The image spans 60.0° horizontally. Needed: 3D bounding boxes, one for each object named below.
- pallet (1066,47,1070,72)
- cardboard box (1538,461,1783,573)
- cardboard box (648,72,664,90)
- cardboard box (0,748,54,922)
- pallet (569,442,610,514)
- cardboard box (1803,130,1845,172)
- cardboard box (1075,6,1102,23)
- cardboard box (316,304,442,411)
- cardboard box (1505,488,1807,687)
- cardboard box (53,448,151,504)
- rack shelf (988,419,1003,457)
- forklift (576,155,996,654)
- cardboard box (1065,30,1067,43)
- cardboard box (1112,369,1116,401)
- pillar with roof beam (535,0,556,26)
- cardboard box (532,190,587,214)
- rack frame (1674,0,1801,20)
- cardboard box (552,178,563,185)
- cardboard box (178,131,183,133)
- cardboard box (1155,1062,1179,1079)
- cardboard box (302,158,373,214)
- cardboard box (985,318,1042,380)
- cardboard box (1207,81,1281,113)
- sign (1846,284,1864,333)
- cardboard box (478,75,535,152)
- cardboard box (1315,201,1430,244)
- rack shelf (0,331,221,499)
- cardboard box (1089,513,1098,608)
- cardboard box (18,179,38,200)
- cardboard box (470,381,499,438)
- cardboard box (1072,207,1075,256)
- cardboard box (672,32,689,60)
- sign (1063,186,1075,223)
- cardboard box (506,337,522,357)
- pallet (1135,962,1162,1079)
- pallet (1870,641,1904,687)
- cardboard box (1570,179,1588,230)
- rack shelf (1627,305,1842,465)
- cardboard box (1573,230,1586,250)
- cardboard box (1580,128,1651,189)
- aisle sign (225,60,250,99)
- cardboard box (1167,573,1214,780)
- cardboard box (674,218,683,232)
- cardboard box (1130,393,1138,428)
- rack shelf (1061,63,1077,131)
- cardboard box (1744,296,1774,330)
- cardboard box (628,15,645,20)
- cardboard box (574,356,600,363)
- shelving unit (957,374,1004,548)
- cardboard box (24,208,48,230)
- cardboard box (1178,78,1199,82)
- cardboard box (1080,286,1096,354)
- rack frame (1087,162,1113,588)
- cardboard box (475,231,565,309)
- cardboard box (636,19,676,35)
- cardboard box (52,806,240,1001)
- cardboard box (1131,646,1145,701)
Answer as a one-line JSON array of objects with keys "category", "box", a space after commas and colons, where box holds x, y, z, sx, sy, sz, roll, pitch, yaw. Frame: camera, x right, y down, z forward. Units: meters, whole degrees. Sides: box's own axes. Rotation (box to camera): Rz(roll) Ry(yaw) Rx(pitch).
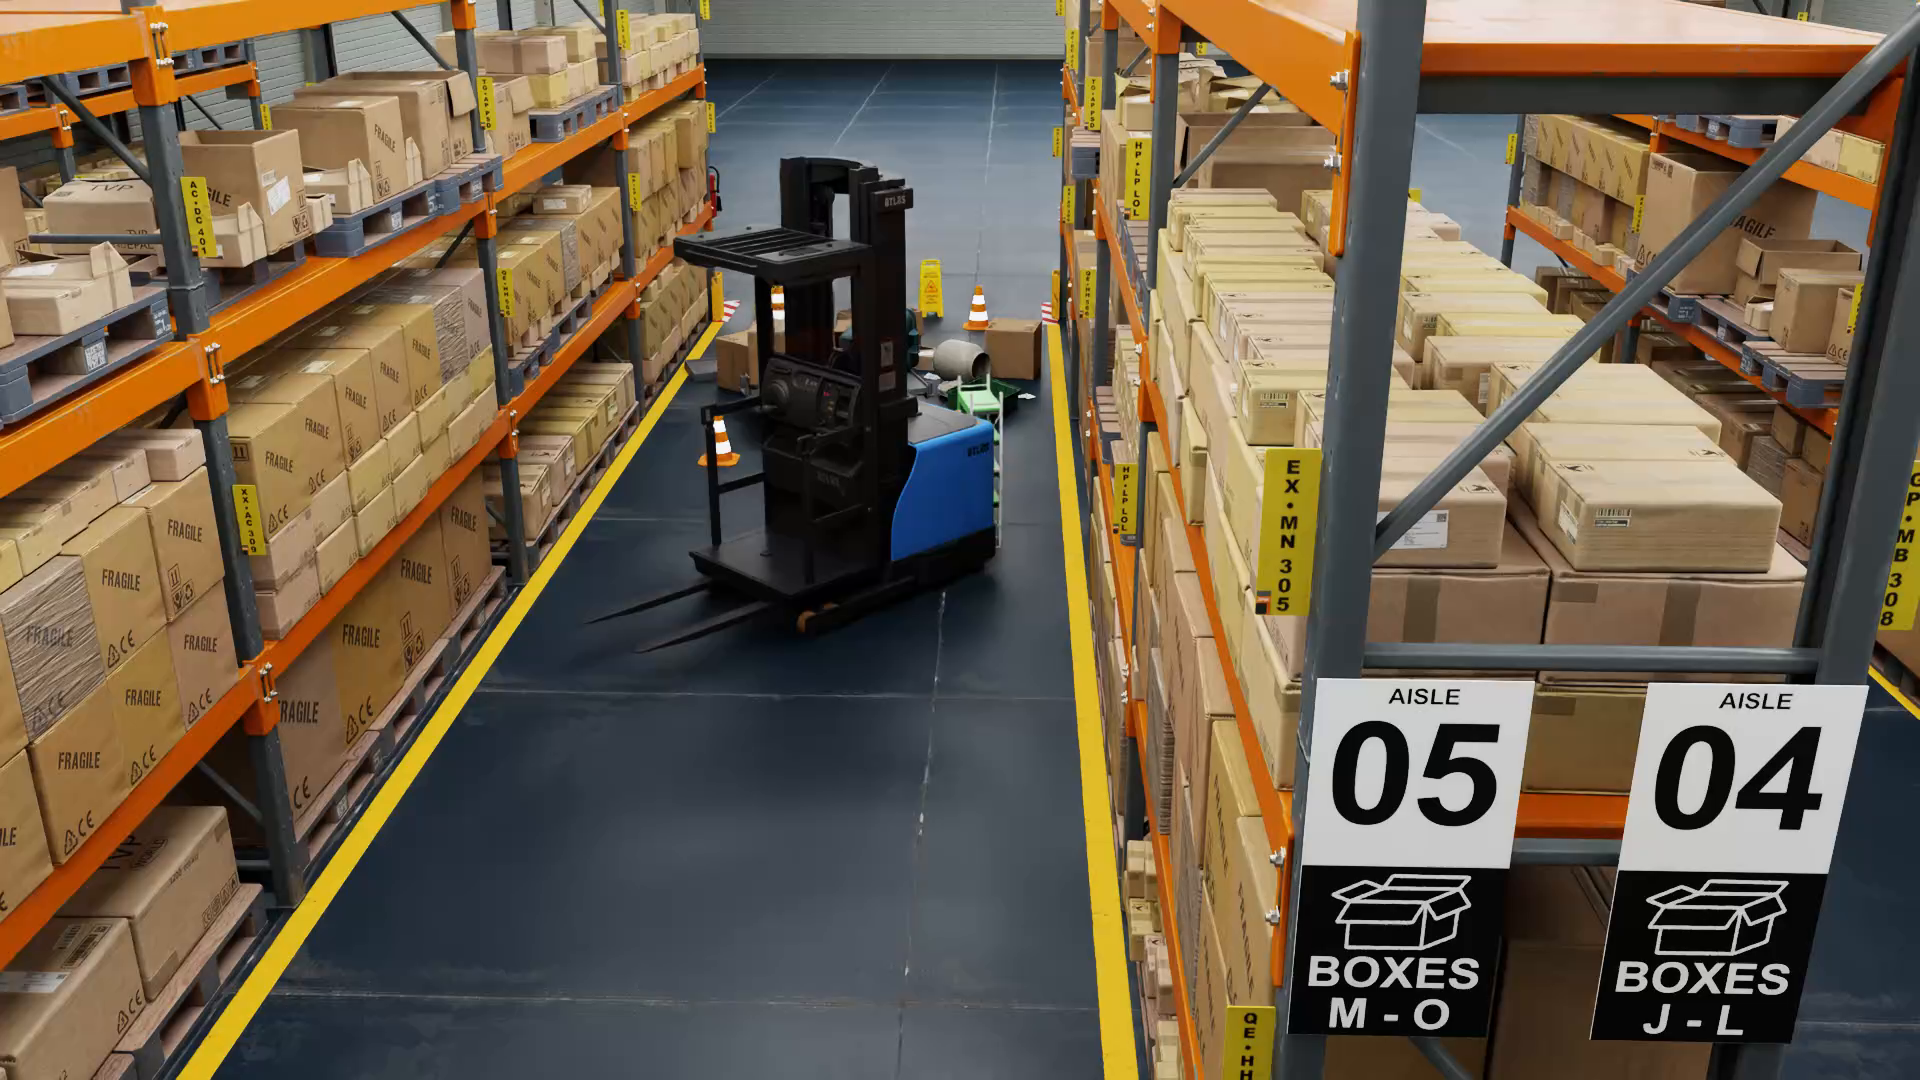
[{"category": "pallet", "box": [1.628, -5.061, 17.402, 1.003, 0.211, 1.213, 1, 21, 2]}, {"category": "cardboard box", "box": [1.391, -0.050, 3.328, 0.380, 0.149, 0.250, 0, 21, 1]}, {"category": "cardboard box", "box": [-3.051, -4.401, 15.925, 0.380, 0.149, 0.250, 0, 21, 1]}, {"category": "cardboard box", "box": [-3.476, 1.029, 5.591, 0.500, 0.500, 0.500, 1, 21, 3]}, {"category": "pallet", "box": [-3.489, -0.520, 13.578, 1.003, 0.211, 1.213, 1, 21, 2]}, {"category": "cardboard box", "box": [6.123, -2.672, 11.328, 0.500, 0.250, 0.500, 1, 21, 1]}, {"category": "cardboard box", "box": [1.219, -4.649, 14.743, 0.380, 0.149, 0.250, 1, 21, 1]}, {"category": "cardboard box", "box": [-3.337, -1.056, 9.583, 0.500, 0.500, 0.500, 1, 21, 2]}, {"category": "cardboard box", "box": [1.427, 0.091, 3.516, 0.500, 0.250, 0.500, 1, 21, 2]}, {"category": "cardboard box", "box": [-3.483, -0.258, 6.630, 0.380, 0.149, 0.250, 1, 21, 3]}, {"category": "rack shelf", "box": [0.146, -0.748, 12.311, 0.258, 0.148, 0.480, -4, 22, -10]}, {"category": "forklift", "box": [-1.140, -0.944, 10.909, 1.130, 2.935, 3.031, 20, 29, 41]}, {"category": "cardboard box", "box": [1.303, -5.284, 17.482, 0.380, 0.149, 0.250, 1, 21, 2]}, {"category": "cardboard box", "box": [1.182, -0.999, 10.724, 0.380, 0.149, 0.250, 0, 21, 1]}, {"category": "pillar with roof beam", "box": [-4.343, -13.060, 33.747, 9.100, 9.000, 0.400, 1, 21, 2]}, {"category": "cardboard box", "box": [-3.213, -2.710, 13.339, 0.380, 0.149, 0.250, 0, 21, -1]}, {"category": "rack frame", "box": [6.473, -5.232, 13.573, 1.000, 3.000, 0.127, 1, 21, 2]}, {"category": "cardboard box", "box": [-3.647, -3.267, 16.252, 0.500, 0.500, 0.500, 1, 21, 3]}, {"category": "cardboard box", "box": [-8.496, -4.412, 18.308, 0.380, 0.149, 0.250, 0, 21, 1]}, {"category": "cardboard box", "box": [0.908, 2.045, 6.060, 0.380, 0.149, 0.250, 1, 21, 2]}, {"category": "cardboard box", "box": [-3.270, -1.840, 8.583, 0.396, 0.266, 0.258, 2, 21, 6]}, {"category": "cardboard box", "box": [0.540, -1.935, 16.821, 0.500, 0.500, 0.500, 4, 22, 11]}, {"category": "cardboard box", "box": [1.644, -2.547, 9.604, 0.396, 0.266, 0.258, 1, 21, 2]}, {"category": "sign", "box": [5.809, -1.494, 10.742, 0.100, 0.325, 0.005, 1, 21, 2]}, {"category": "cardboard box", "box": [-3.536, -3.096, 12.073, 0.797, 0.503, 0.637, 1, 21, 2]}, {"category": "cardboard box", "box": [1.541, -1.169, 6.214, 0.380, 0.149, 0.250, 1, 21, 3]}, {"category": "rack shelf", "box": [-3.736, 0.008, 5.208, 1.077, 0.370, 4.000, 1, 21, 2]}, {"category": "cardboard box", "box": [1.121, 0.142, 10.890, 0.500, 0.500, 0.500, 0, 21, -1]}, {"category": "cardboard box", "box": [-8.686, -3.204, 15.194, 0.380, 0.149, 0.250, 1, 21, 2]}, {"category": "cardboard box", "box": [-3.310, -0.842, 10.761, 0.500, 0.250, 0.500, 0, 21, 0]}, {"category": "cardboard box", "box": [1.512, -2.929, 15.723, 0.875, 0.550, 0.550, 1, 21, 2]}, {"category": "cardboard box", "box": [-3.087, -5.088, 17.145, 0.500, 0.250, 0.500, 0, 21, 1]}, {"category": "sign", "box": [0.964, -2.972, 14.737, 0.100, 0.325, 0.005, 1, 21, 2]}, {"category": "cardboard box", "box": [-3.316, -1.394, 11.742, 0.380, 0.149, 0.250, -1, 21, -2]}, {"category": "pallet", "box": [1.290, 1.909, 7.316, 1.003, 0.211, 1.213, 1, 21, 2]}, {"category": "pallet", "box": [6.252, 0.595, 10.703, 1.003, 0.211, 1.213, 1, 21, 2]}, {"category": "cardboard box", "box": [6.570, -3.325, 16.403, 0.875, 0.500, 0.500, 1, 21, 2]}, {"category": "rack shelf", "box": [6.413, -1.377, 12.925, 1.077, 0.370, 4.000, 1, 21, 2]}, {"category": "cardboard box", "box": [6.246, -2.941, 16.310, 0.380, 0.149, 0.250, 1, 21, 2]}, {"category": "cardboard box", "box": [6.242, -3.614, 15.765, 0.500, 0.500, 0.500, 1, 21, 2]}, {"category": "aisle sign", "box": [-7.976, -5.276, 18.387, 0.394, 0.787, 0.004, 1, 21, 2]}, {"category": "cardboard box", "box": [0.954, 0.430, 5.342, 0.500, 0.500, 0.500, 0, 21, 0]}, {"category": "cardboard box", "box": [-3.077, -3.273, 17.164, 0.380, 0.149, 0.250, 0, 21, 1]}, {"category": "cardboard box", "box": [1.140, -0.706, 9.145, 0.380, 0.149, 0.250, 0, 21, 1]}, {"category": "rack shelf", "box": [1.580, -4.312, 16.344, 1.077, 0.370, 4.000, 1, 21, 2]}, {"category": "cardboard box", "box": [6.132, -1.728, 12.441, 0.396, 0.266, 0.258, 0, 21, 0]}, {"category": "cardboard box", "box": [-3.517, -5.426, 17.465, 0.380, 0.149, 0.250, 1, 21, 1]}, {"category": "cardboard box", "box": [-3.683, -1.675, 15.919, 0.500, 0.250, 0.500, 2, 21, 4]}, {"category": "shelving unit", "box": [0.146, -0.584, 12.375, 0.258, 1.200, 0.503, -4, 22, -10]}, {"category": "cardboard box", "box": [-8.182, -2.821, 14.617, 0.380, 0.149, 0.250, 1, 21, 3]}, {"category": "cardboard box", "box": [1.654, -3.091, 11.691, 0.500, 0.250, 0.500, 1, 21, 3]}, {"category": "cardboard box", "box": [1.174, -1.654, 12.506, 0.500, 0.500, 0.500, 0, 21, 1]}, {"category": "rack frame", "box": [1.397, -1.080, 11.166, 1.000, 3.000, 0.127, 1, 21, 2]}, {"category": "cardboard box", "box": [-3.290, -2.020, 12.458, 0.500, 0.500, 0.500, 1, 21, 3]}, {"category": "cardboard box", "box": [-3.120, -5.242, 16.989, 0.380, 0.149, 0.250, 1, 21, 2]}, {"category": "cardboard box", "box": [-3.802, 1.573, 7.290, 0.875, 0.438, 0.875, 0, 21, 1]}, {"category": "cardboard box", "box": [0.940, 0.582, 7.229, 0.380, 0.149, 0.250, 1, 21, 4]}]
